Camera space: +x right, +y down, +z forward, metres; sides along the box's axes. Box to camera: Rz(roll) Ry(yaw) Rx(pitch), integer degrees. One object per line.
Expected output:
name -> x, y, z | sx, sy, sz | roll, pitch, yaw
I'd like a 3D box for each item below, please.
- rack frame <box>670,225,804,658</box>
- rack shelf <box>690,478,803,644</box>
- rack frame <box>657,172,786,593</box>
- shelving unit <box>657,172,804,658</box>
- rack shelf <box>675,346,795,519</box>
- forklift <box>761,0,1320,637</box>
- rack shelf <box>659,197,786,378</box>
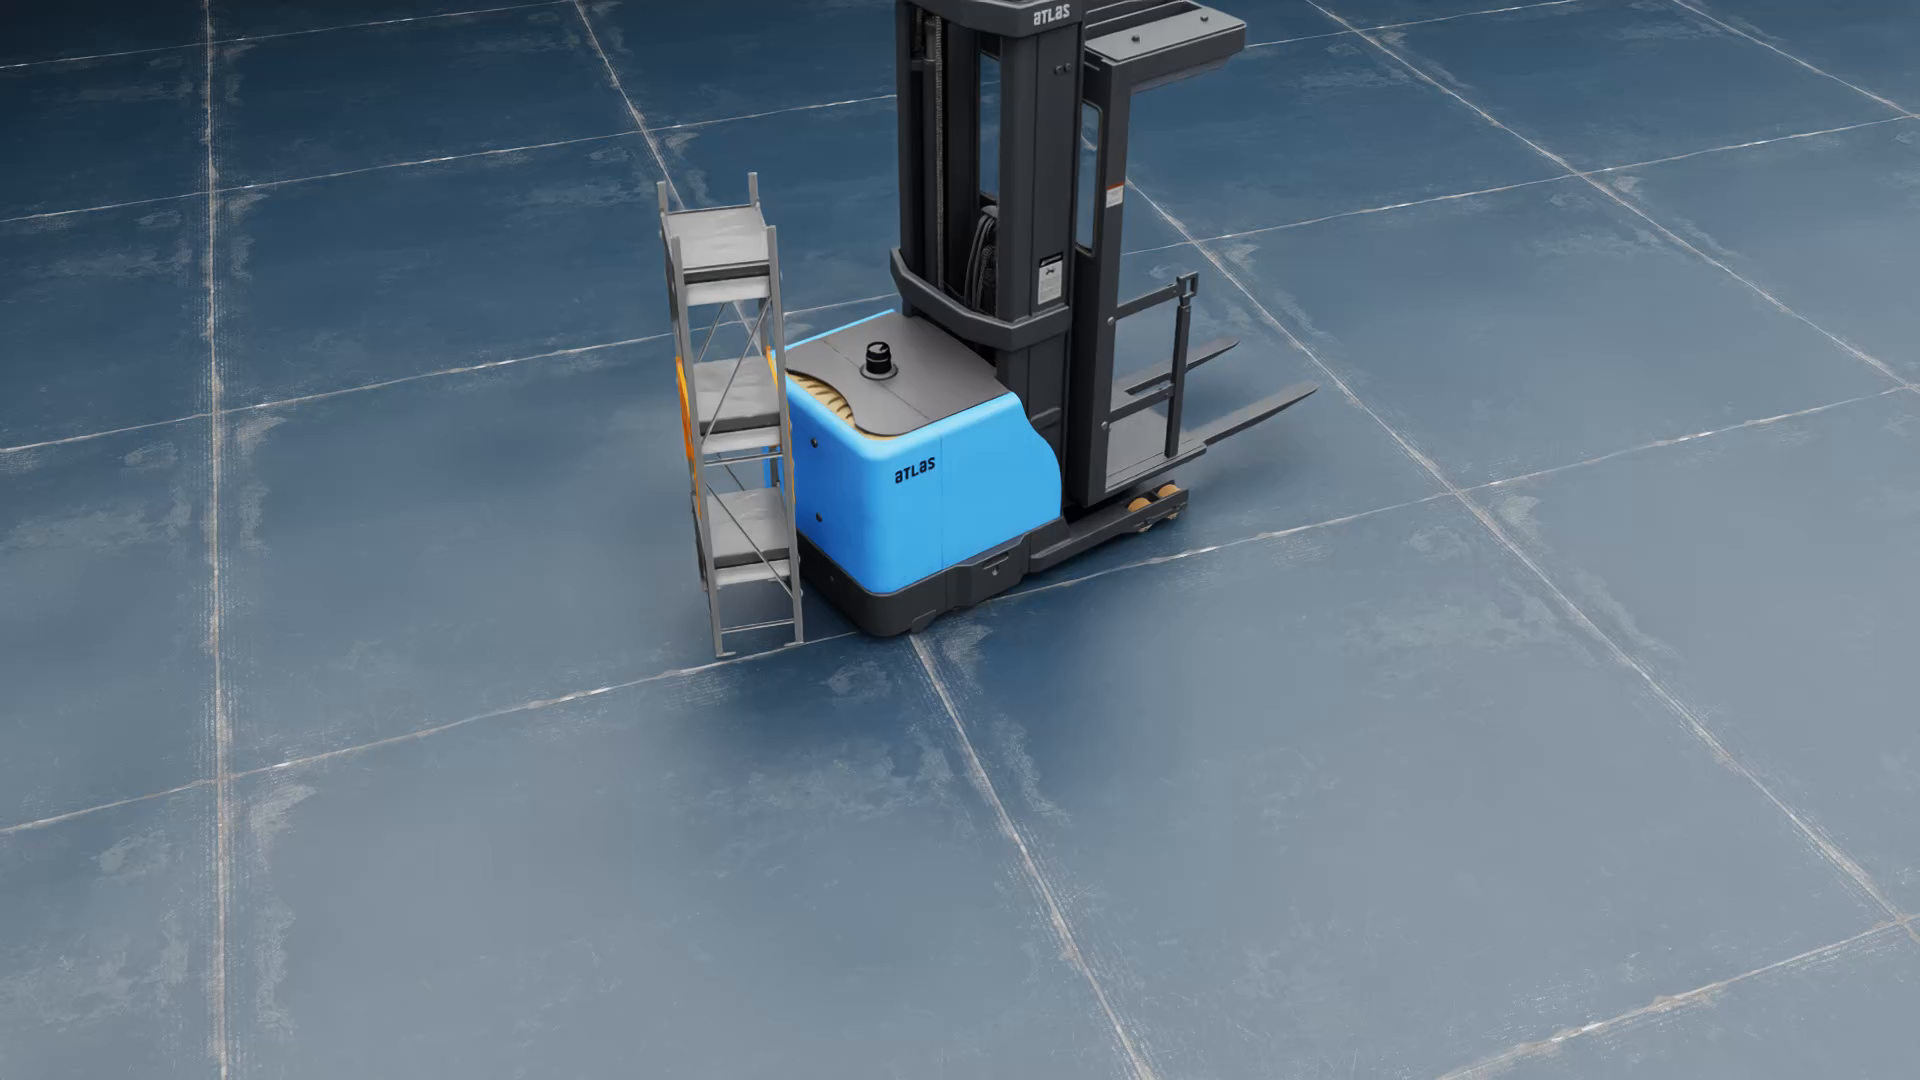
rack frame -> -0.905, -0.333, 6.945 | 0.400, 2.100, 0.015 | -8, 38, -11
rack shelf -> -0.969, 0.092, 7.564 | 0.431, 0.518, 0.480 | -8, 38, -11
rack frame -> -1.024, -0.620, 7.322 | 0.400, 2.100, 0.015 | -8, 38, -11
shelving unit -> -0.965, -0.477, 7.134 | 0.431, 2.100, 0.503 | -8, 38, -11
rack shelf -> -0.965, -0.466, 7.142 | 0.431, 0.518, 0.480 | -8, 38, -11
forklift -> 0.533, -1.444, 7.731 | 3.031, 2.935, 1.130 | -24, 43, -28
rack shelf -> -0.960, -1.024, 6.719 | 0.431, 0.518, 0.480 | -8, 38, -11
